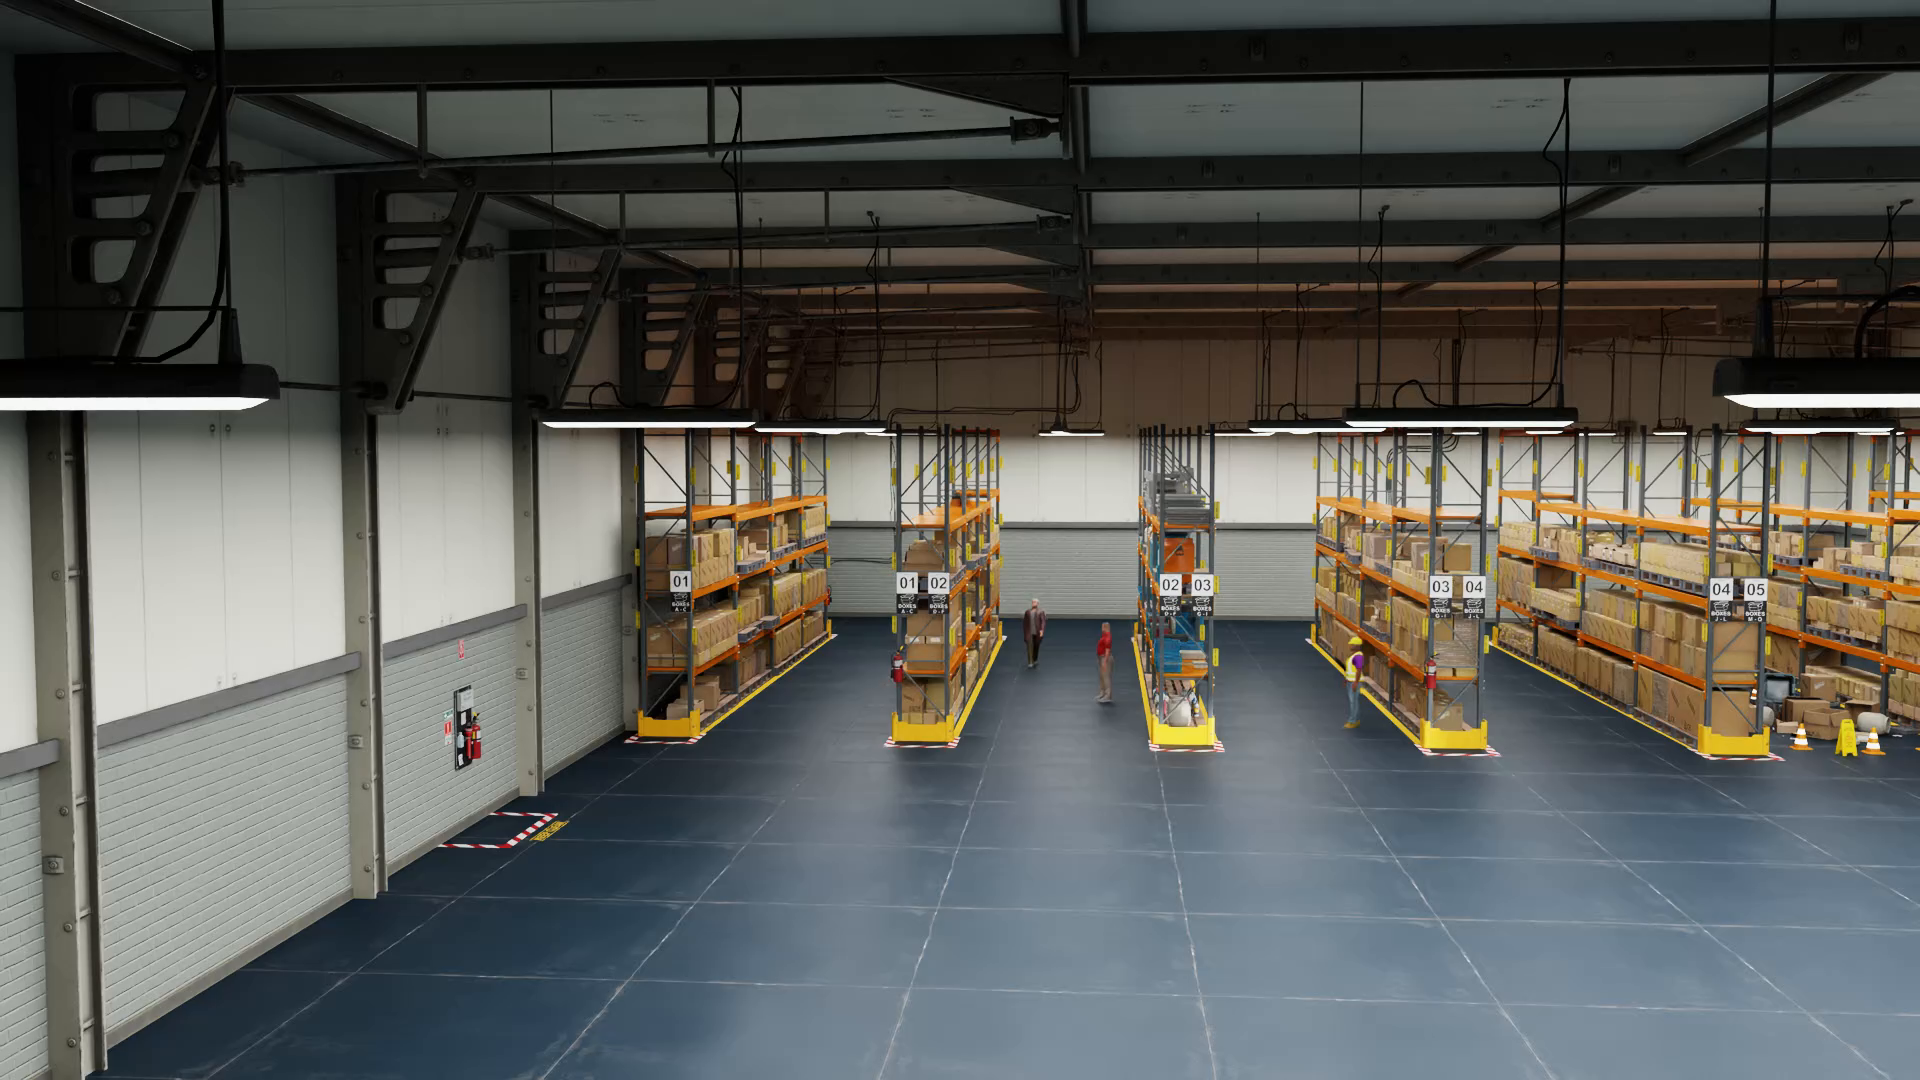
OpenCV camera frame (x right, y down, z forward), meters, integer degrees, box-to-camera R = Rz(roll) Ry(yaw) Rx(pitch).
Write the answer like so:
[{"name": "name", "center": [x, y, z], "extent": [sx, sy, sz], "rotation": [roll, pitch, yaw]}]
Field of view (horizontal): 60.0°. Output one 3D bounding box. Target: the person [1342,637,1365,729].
[{"name": "person", "center": [7.795, 2.831, 33.063], "extent": [0.524, 1.792, 0.589], "rotation": [-1, 4, -11]}]

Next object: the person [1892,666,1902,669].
[{"name": "person", "center": [21.737, 2.547, 38.498], "extent": [0.447, 1.642, 0.518], "rotation": [3, 4, 39]}]

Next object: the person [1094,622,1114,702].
[{"name": "person", "center": [3.142, 2.647, 36.224], "extent": [0.425, 1.724, 0.594], "rotation": [0, 3, -1]}]

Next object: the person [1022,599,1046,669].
[{"name": "person", "center": [1.839, 2.352, 41.456], "extent": [0.581, 1.671, 1.128], "rotation": [0, 3, -3]}]
